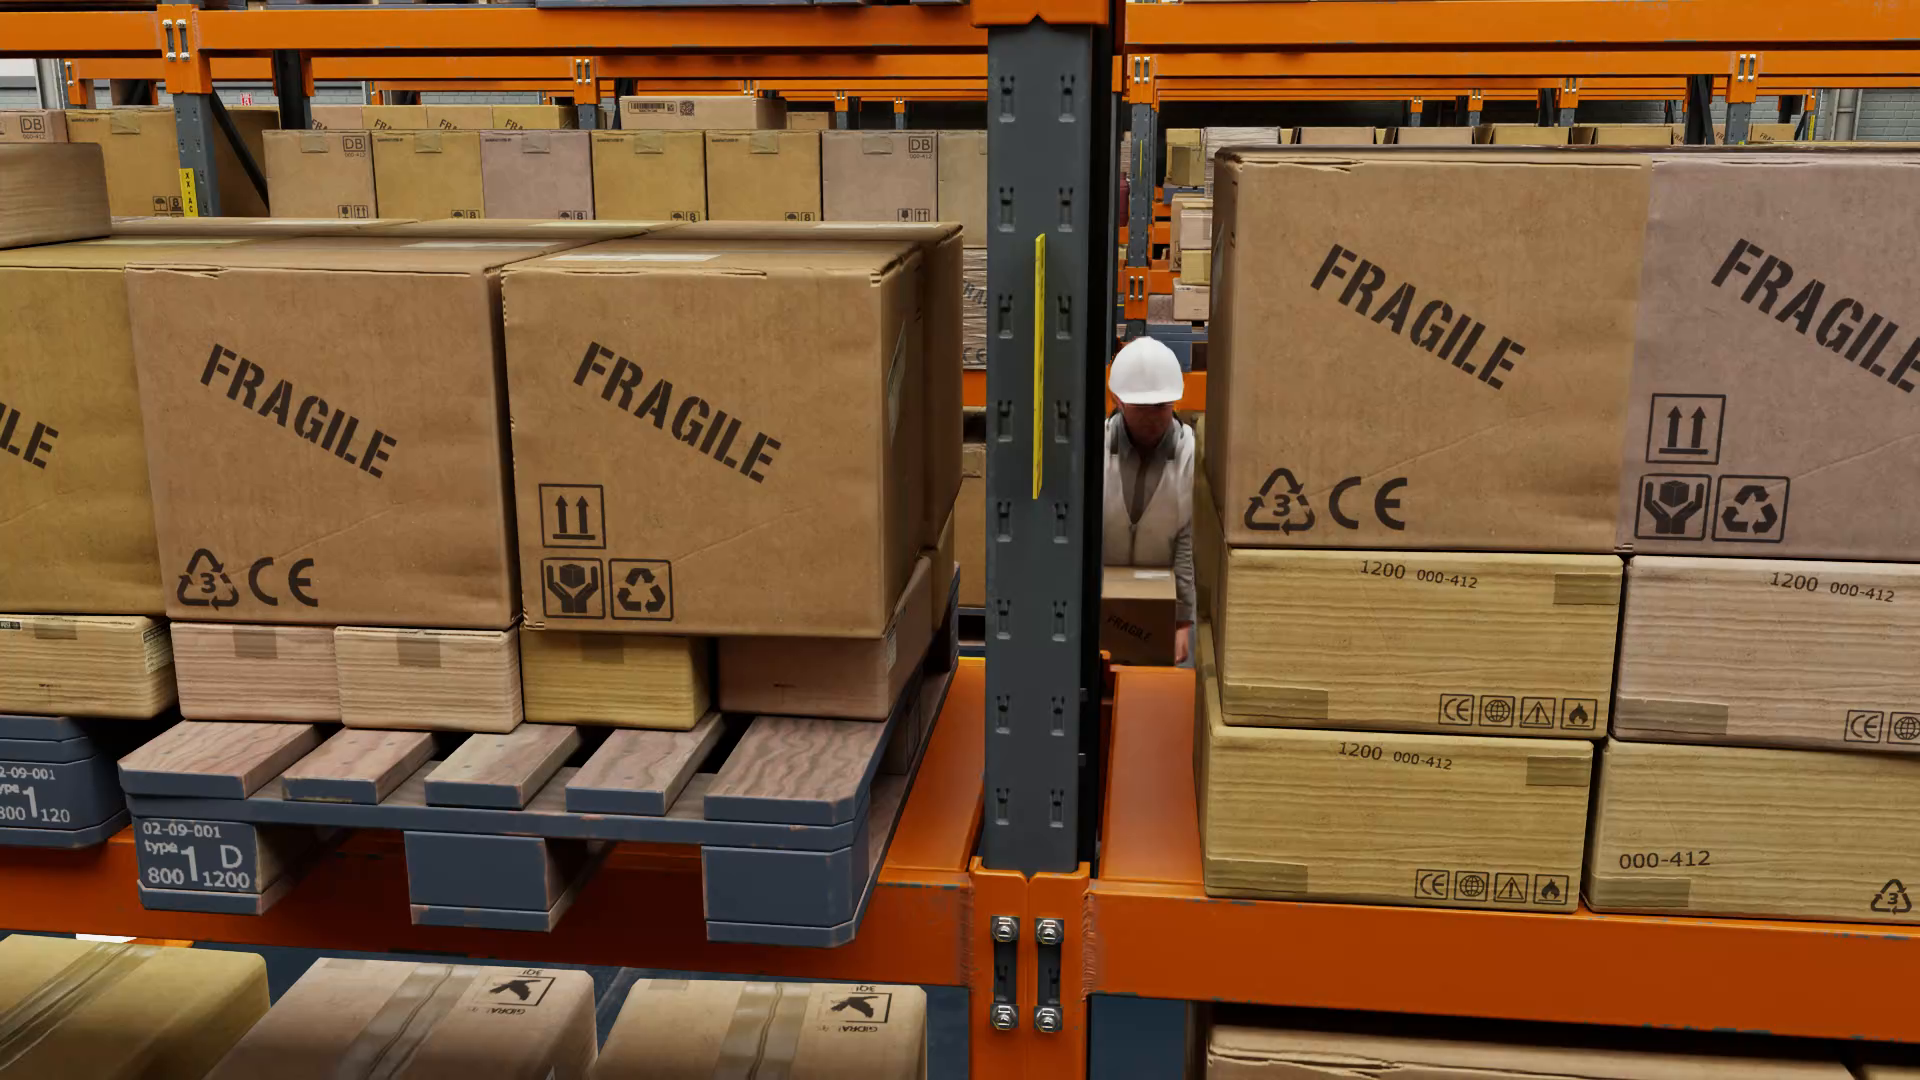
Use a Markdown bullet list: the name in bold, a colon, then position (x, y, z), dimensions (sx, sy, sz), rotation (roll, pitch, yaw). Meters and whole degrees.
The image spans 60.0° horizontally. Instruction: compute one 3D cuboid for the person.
- **person**: position (0.562, 0.208, 5.239), dimensions (0.480, 1.724, 0.604), rotation (1, 14, 5)
